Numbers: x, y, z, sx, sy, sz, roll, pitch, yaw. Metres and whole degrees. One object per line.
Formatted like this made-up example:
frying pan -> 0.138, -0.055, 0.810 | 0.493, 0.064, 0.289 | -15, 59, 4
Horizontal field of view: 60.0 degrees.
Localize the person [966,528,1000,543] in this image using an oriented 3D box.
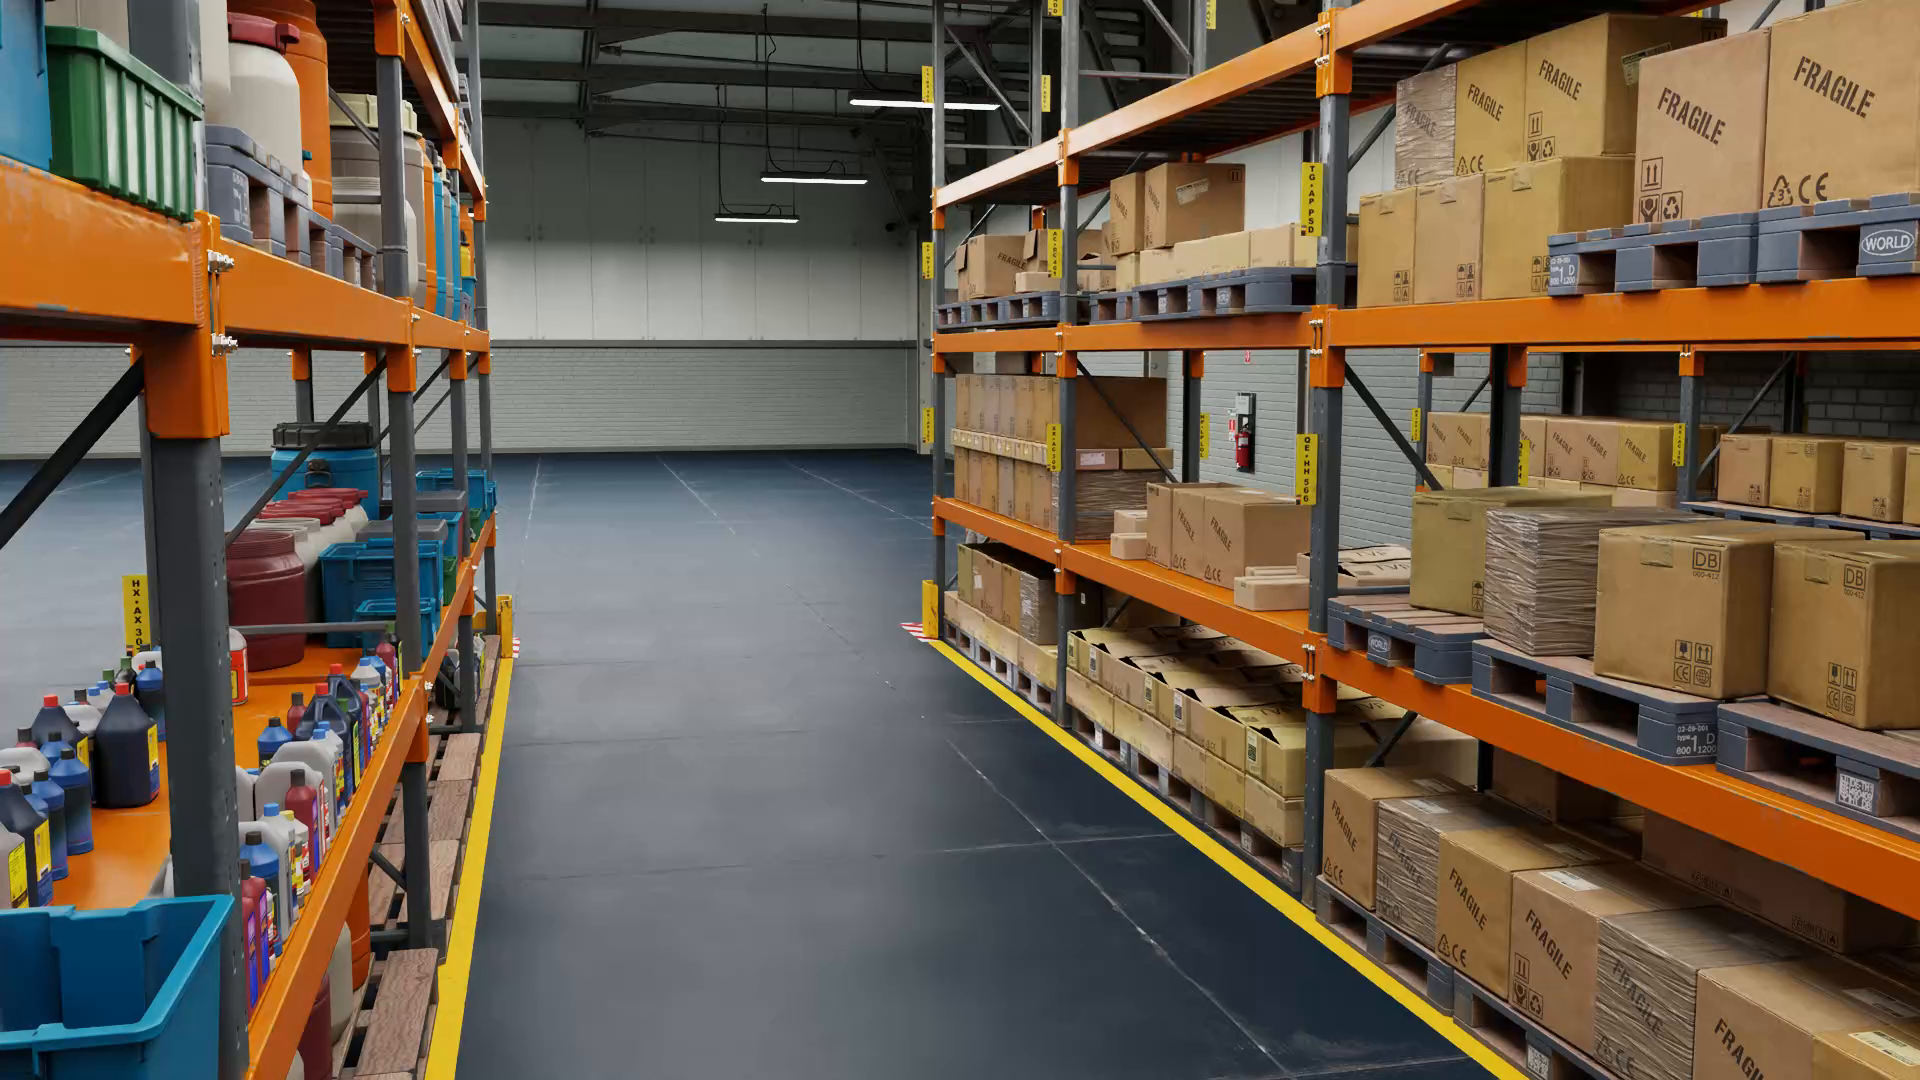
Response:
person -> 0.185, -0.078, 16.784 | 0.529, 1.670, 0.599 | -3, 7, -27
